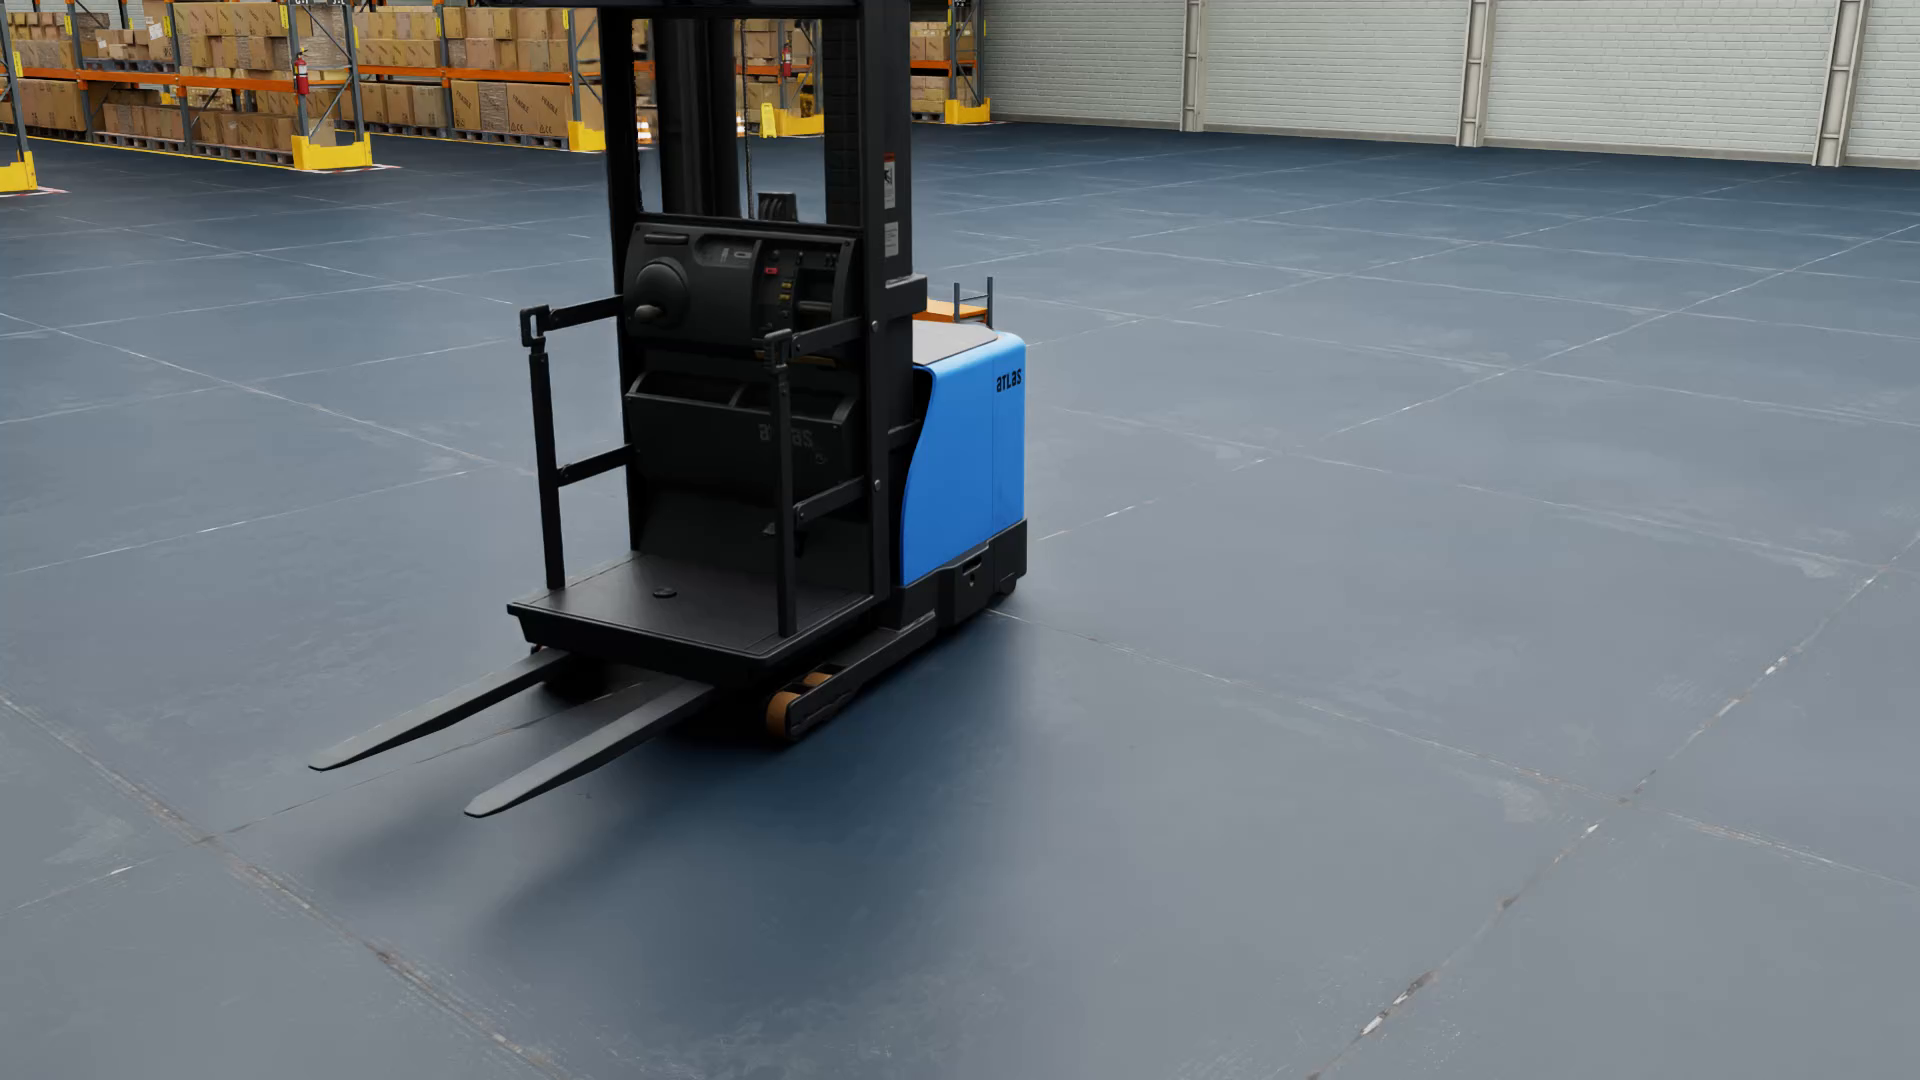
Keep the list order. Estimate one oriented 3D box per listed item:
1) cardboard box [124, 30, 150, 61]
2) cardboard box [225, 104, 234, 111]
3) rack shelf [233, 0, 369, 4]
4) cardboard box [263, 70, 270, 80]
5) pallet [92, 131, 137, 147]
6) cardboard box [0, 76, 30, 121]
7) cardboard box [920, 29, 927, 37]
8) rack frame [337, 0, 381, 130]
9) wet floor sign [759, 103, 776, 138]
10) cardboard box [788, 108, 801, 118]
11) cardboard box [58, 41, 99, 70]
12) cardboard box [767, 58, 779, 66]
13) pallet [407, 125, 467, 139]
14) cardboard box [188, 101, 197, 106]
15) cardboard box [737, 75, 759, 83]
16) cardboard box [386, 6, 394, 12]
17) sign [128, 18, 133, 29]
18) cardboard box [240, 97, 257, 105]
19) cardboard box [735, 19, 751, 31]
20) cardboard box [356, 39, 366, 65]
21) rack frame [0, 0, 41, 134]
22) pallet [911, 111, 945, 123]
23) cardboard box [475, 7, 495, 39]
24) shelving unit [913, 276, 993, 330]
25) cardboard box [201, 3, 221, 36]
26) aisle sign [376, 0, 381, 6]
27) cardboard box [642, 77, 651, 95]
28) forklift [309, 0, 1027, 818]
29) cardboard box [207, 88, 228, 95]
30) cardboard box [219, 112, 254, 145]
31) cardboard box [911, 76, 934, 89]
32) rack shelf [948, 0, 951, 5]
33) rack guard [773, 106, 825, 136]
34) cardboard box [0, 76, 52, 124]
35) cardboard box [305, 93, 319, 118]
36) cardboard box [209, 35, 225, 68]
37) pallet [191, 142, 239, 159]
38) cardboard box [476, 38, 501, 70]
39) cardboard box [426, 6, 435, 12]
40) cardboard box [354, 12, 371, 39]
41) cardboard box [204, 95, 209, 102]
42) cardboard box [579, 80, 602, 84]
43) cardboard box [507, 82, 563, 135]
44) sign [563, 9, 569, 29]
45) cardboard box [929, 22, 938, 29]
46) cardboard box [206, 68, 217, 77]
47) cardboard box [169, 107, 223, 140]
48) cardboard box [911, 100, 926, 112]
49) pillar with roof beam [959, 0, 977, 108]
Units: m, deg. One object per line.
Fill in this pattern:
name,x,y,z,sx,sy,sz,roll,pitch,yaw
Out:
cardboard box,-14.071,-8.623,28.959,0.797,0.503,0.637,-15,23,-40
cardboard box,-16.228,-9.707,37.259,0.250,0.149,0.380,14,22,37
rack shelf,-13.833,-11.440,34.930,4.000,0.370,1.077,15,23,39
cardboard box,-10.656,-7.277,25.997,0.250,0.149,0.380,15,23,39
pallet,-15.121,-7.363,30.464,1.213,0.211,1.003,15,23,39
cardboard box,-19.137,-8.991,33.801,0.875,0.875,0.875,15,23,39
cardboard box,-0.661,-11.083,36.337,0.250,0.149,0.380,16,23,40
rack frame,-12.337,-9.951,34.010,0.127,3.000,1.000,15,23,39
wet floor sign,-3.711,-8.083,32.014,0.267,0.644,0.232,-9,20,-27
cardboard box,-3.563,-8.600,33.601,0.500,0.250,0.500,15,23,39
cardboard box,-16.238,-8.940,30.658,0.500,0.500,0.500,16,24,41
cardboard box,-3.565,-9.392,32.663,0.250,0.149,0.380,16,24,41
pallet,-9.972,-7.957,32.335,1.213,0.211,1.003,15,23,39
cardboard box,-17.582,-10.063,38.380,0.250,0.149,0.380,15,23,40
cardboard box,-4.235,-9.202,33.187,0.250,0.149,0.380,16,24,41
cardboard box,-13.897,-13.077,40.966,0.250,0.149,0.380,14,23,38
sign,-15.352,-9.488,30.767,0.005,0.325,0.100,15,23,39
cardboard box,-15.775,-9.729,36.836,0.250,0.149,0.380,16,23,40
cardboard box,-4.044,-10.308,32.823,0.500,0.500,0.700,15,23,40
cardboard box,-11.798,-9.746,33.198,0.500,0.500,0.500,15,23,39
rack frame,-18.697,-9.653,33.068,0.127,3.000,1.000,15,23,39
pallet,-0.451,-9.424,36.958,1.213,0.211,1.003,15,23,39
cardboard box,-8.291,-9.429,30.330,0.550,0.550,0.875,15,23,39
shelving unit,-0.124,-0.605,7.535,0.503,1.200,0.258,15,23,39
cardboard box,-11.797,-8.364,26.698,0.500,0.500,0.500,15,23,39
aisle sign,-14.958,-14.022,42.537,0.004,0.787,0.394,15,23,39
cardboard box,-7.839,-11.673,42.874,0.500,0.500,0.500,14,22,38
forklift,-0.871,-0.884,5.552,1.130,2.935,3.031,9,20,27
cardboard box,-16.905,-10.212,37.866,0.250,0.149,0.380,15,23,39
cardboard box,-12.007,-6.853,27.683,0.500,0.500,0.500,-10,20,-28
cardboard box,-0.789,-10.098,36.671,0.500,0.250,0.500,16,23,40
rack shelf,-1.347,-12.098,37.003,4.000,0.370,1.077,15,23,39
rack guard,-3.200,-8.309,32.967,0.348,0.500,1.175,15,23,39
cardboard box,-18.205,-8.716,32.936,0.875,0.875,1.225,15,23,39
cardboard box,-13.389,-9.138,34.885,0.500,0.500,0.500,16,24,41
cardboard box,-11.626,-7.946,27.032,0.500,0.500,0.875,15,23,39
pallet,-12.187,-6.590,28.029,1.213,0.211,1.003,15,23,39
cardboard box,-8.309,-8.908,30.474,0.550,0.550,0.875,15,23,39
cardboard box,-12.560,-12.718,39.837,0.250,0.149,0.380,14,23,38
cardboard box,-11.629,-10.282,33.233,0.500,0.500,0.700,15,23,38
cardboard box,-17.078,-10.128,38.092,0.250,0.149,0.380,17,24,42
cardboard box,-10.034,-12.297,44.840,0.500,0.500,0.700,14,22,37
cardboard box,-7.564,-7.830,30.143,0.875,0.875,0.875,15,23,38
sign,-6.724,-8.890,28.359,0.005,0.325,0.100,15,23,39
cardboard box,-0.464,-11.175,36.134,0.250,0.149,0.380,15,23,39
cardboard box,-12.015,-7.611,27.050,0.250,0.149,0.380,15,23,39
cardboard box,-13.158,-7.193,28.722,0.500,0.500,0.700,13,22,35
cardboard box,-0.778,-9.624,36.828,0.500,0.250,0.500,15,23,39
pillar with roof beam,-2.631,-12.838,33.189,0.400,9.000,9.100,15,23,39
